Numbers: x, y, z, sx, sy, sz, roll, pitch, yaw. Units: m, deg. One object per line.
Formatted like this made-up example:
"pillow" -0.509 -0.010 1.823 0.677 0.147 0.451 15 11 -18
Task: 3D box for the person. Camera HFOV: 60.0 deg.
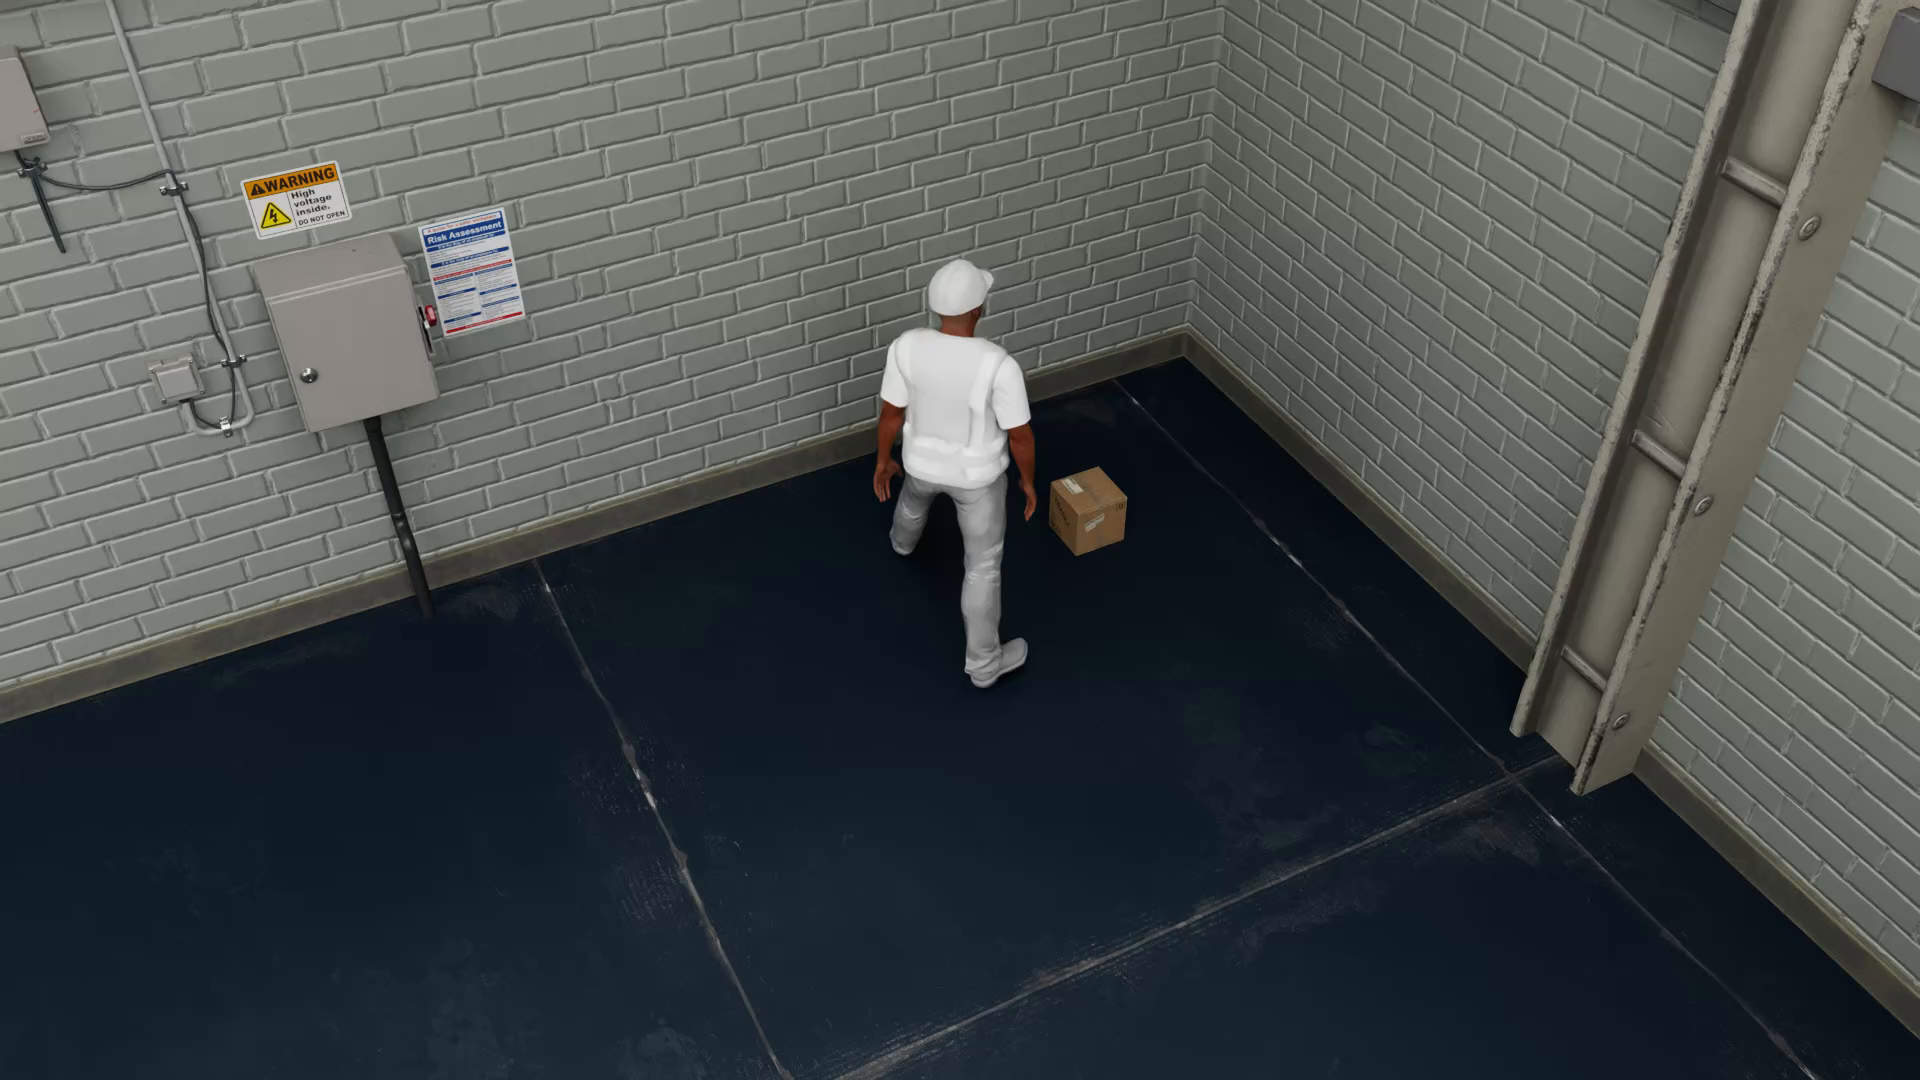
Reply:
"person" -0.029 -0.375 6.583 0.850 1.703 0.895 16 43 17
